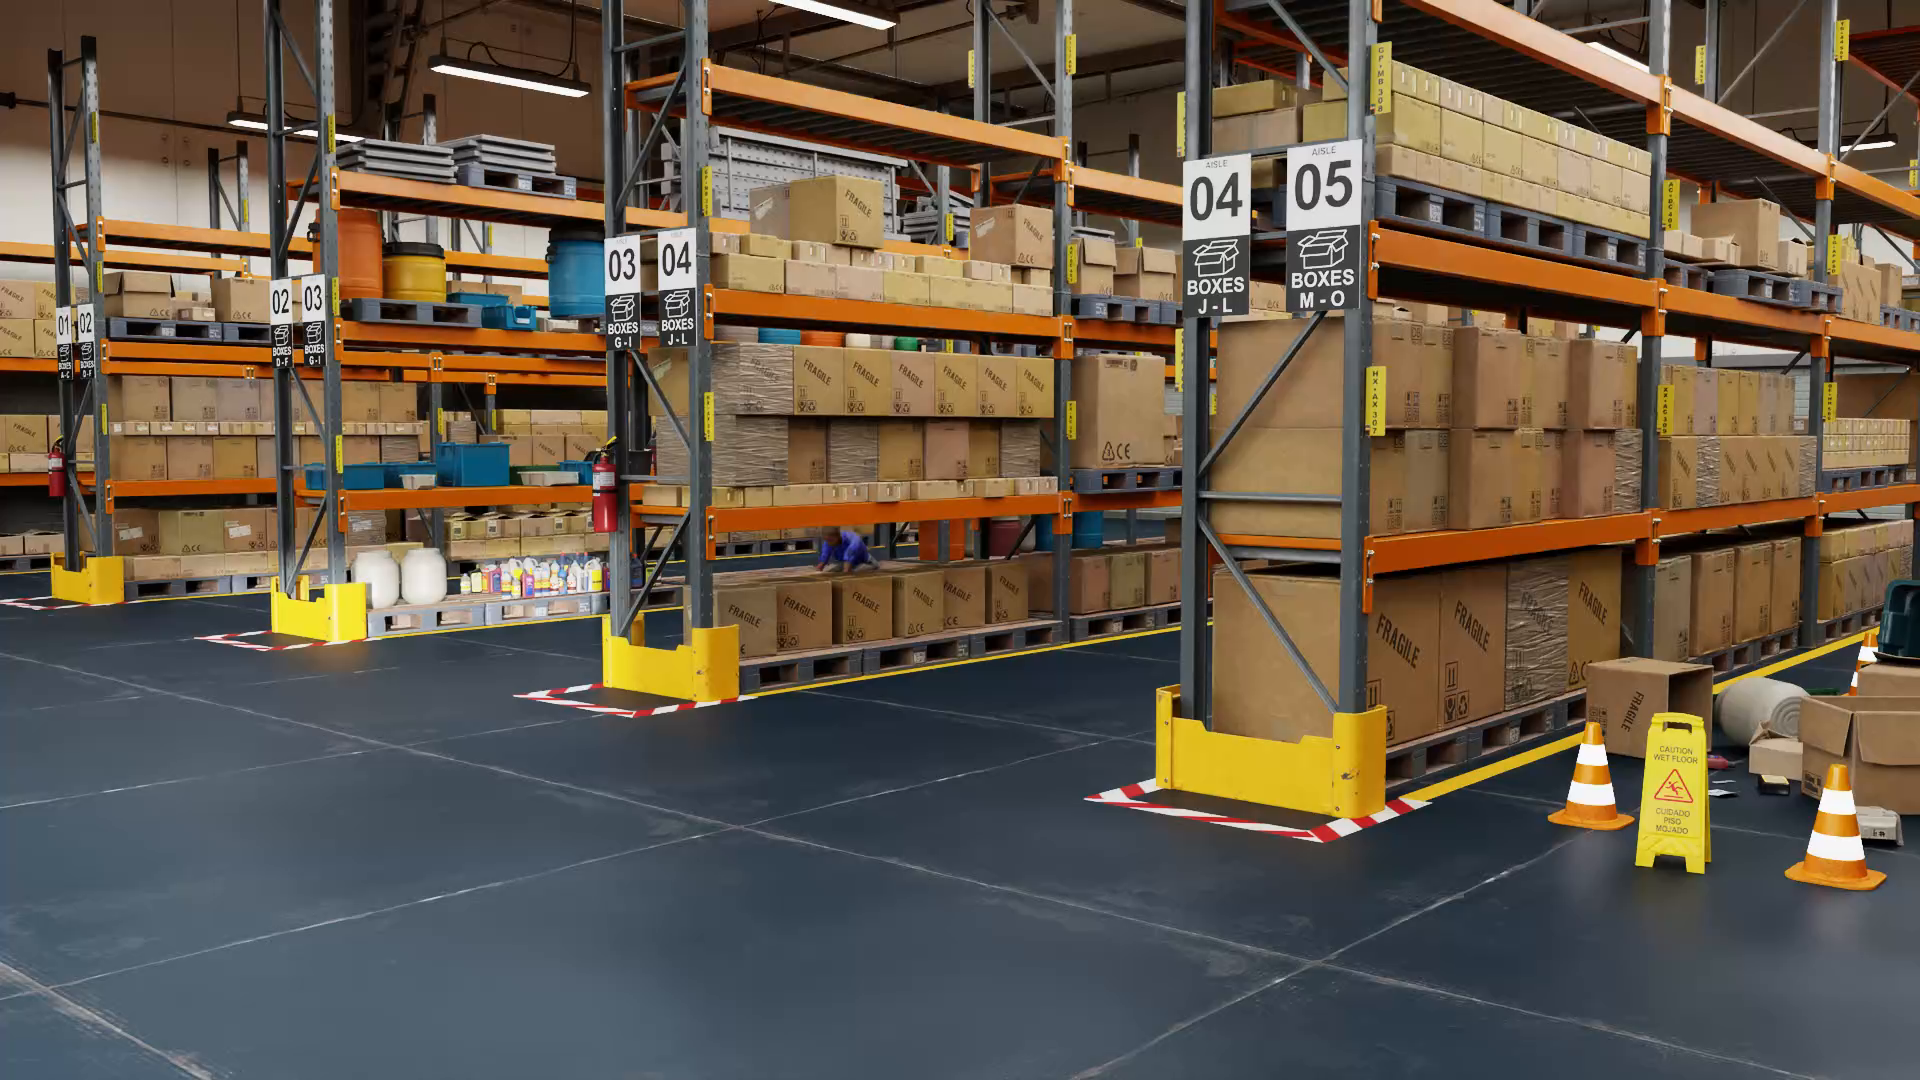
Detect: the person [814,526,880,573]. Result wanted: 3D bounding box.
[{"bbox_3d":[-1.146,0.289,16.650,0.486,0.946,0.820,3,5,41],"label":"person"}]
